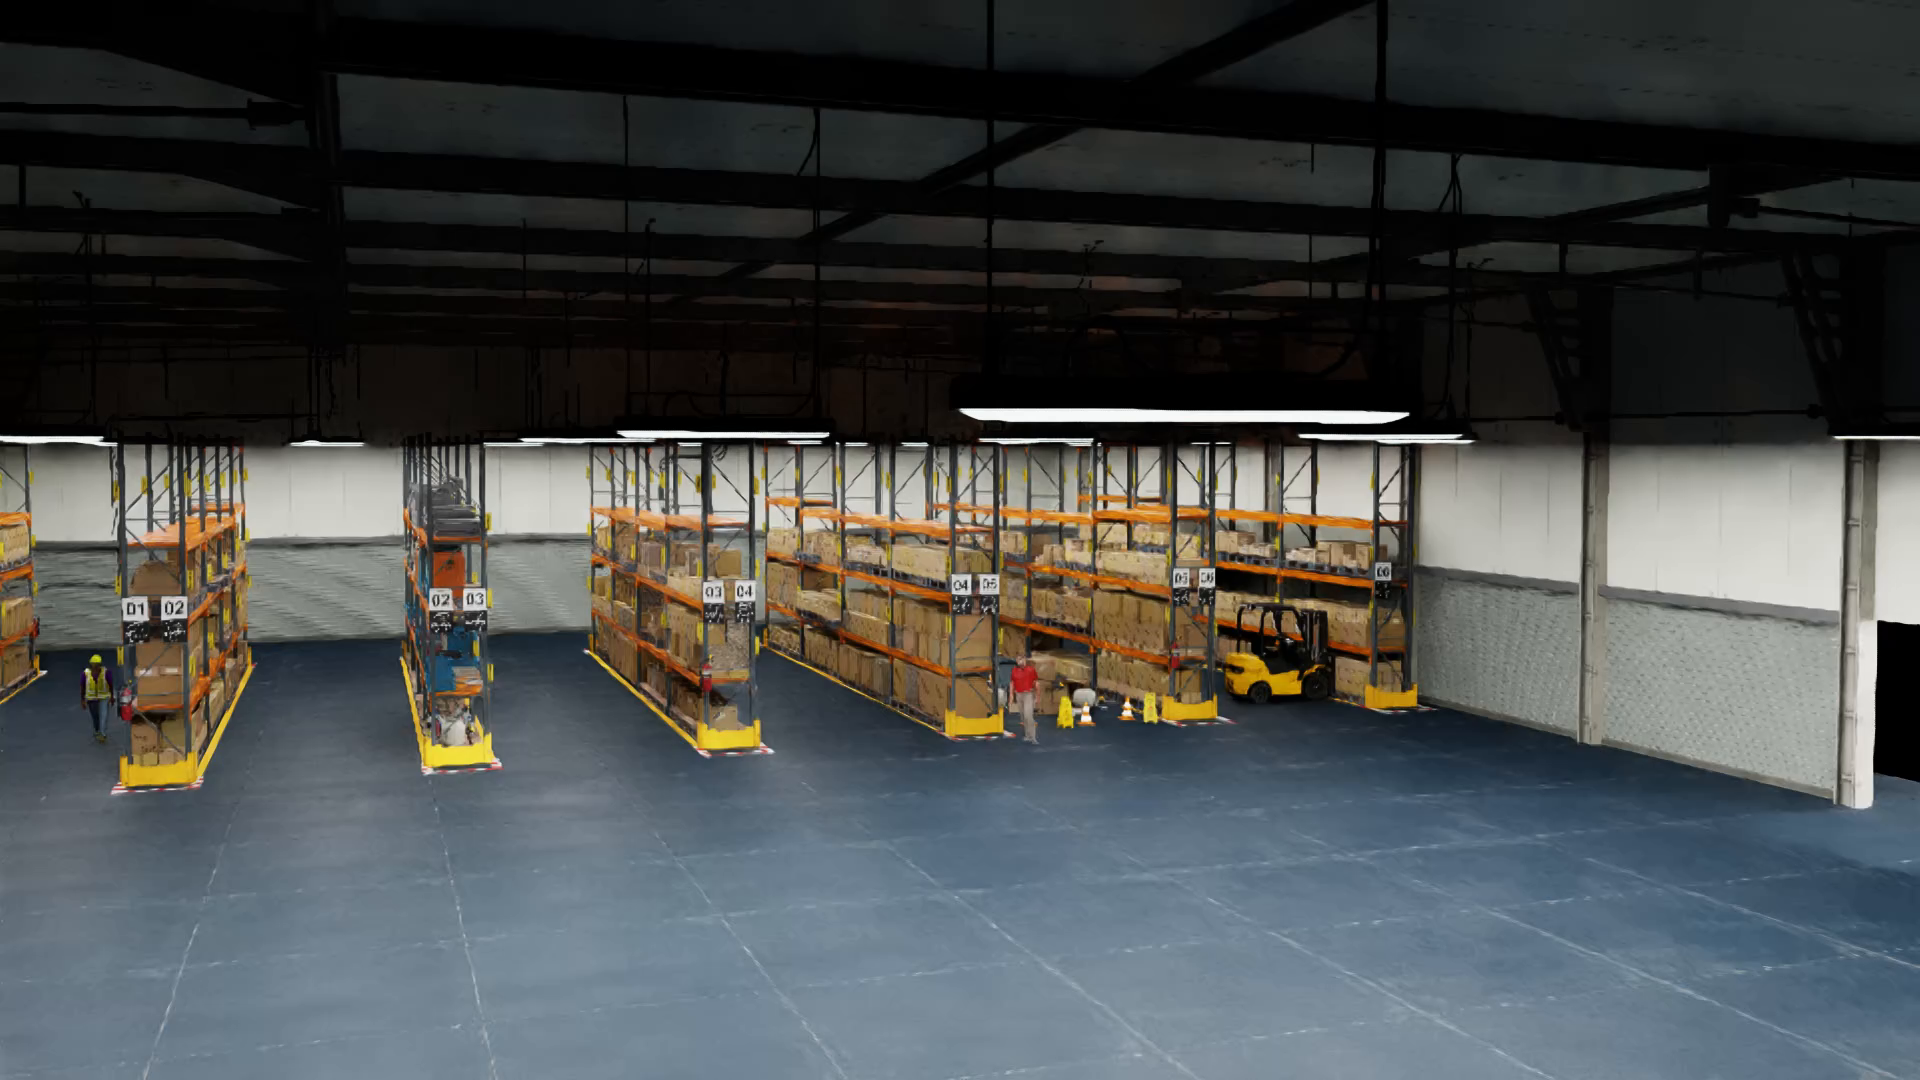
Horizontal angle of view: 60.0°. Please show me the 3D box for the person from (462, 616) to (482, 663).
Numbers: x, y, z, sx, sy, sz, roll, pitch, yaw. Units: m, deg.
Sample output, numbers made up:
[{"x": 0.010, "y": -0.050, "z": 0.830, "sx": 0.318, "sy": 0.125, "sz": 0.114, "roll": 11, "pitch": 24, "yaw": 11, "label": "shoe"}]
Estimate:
[{"x": -13.041, "y": 2.402, "z": 44.176, "sx": 0.550, "sy": 1.724, "sz": 1.029, "roll": -2, "pitch": 4, "yaw": -28, "label": "person"}]

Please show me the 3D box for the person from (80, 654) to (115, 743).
[{"x": -16.833, "y": 3.069, "z": 32.413, "sx": 0.577, "sy": 1.691, "sz": 1.121, "roll": -1, "pitch": 3, "yaw": -18, "label": "person"}]

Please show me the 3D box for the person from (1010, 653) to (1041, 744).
[{"x": 1.303, "y": 3.078, "z": 32.421, "sx": 0.653, "sy": 1.759, "sz": 0.473, "roll": 2, "pitch": 4, "yaw": 33, "label": "person"}]
